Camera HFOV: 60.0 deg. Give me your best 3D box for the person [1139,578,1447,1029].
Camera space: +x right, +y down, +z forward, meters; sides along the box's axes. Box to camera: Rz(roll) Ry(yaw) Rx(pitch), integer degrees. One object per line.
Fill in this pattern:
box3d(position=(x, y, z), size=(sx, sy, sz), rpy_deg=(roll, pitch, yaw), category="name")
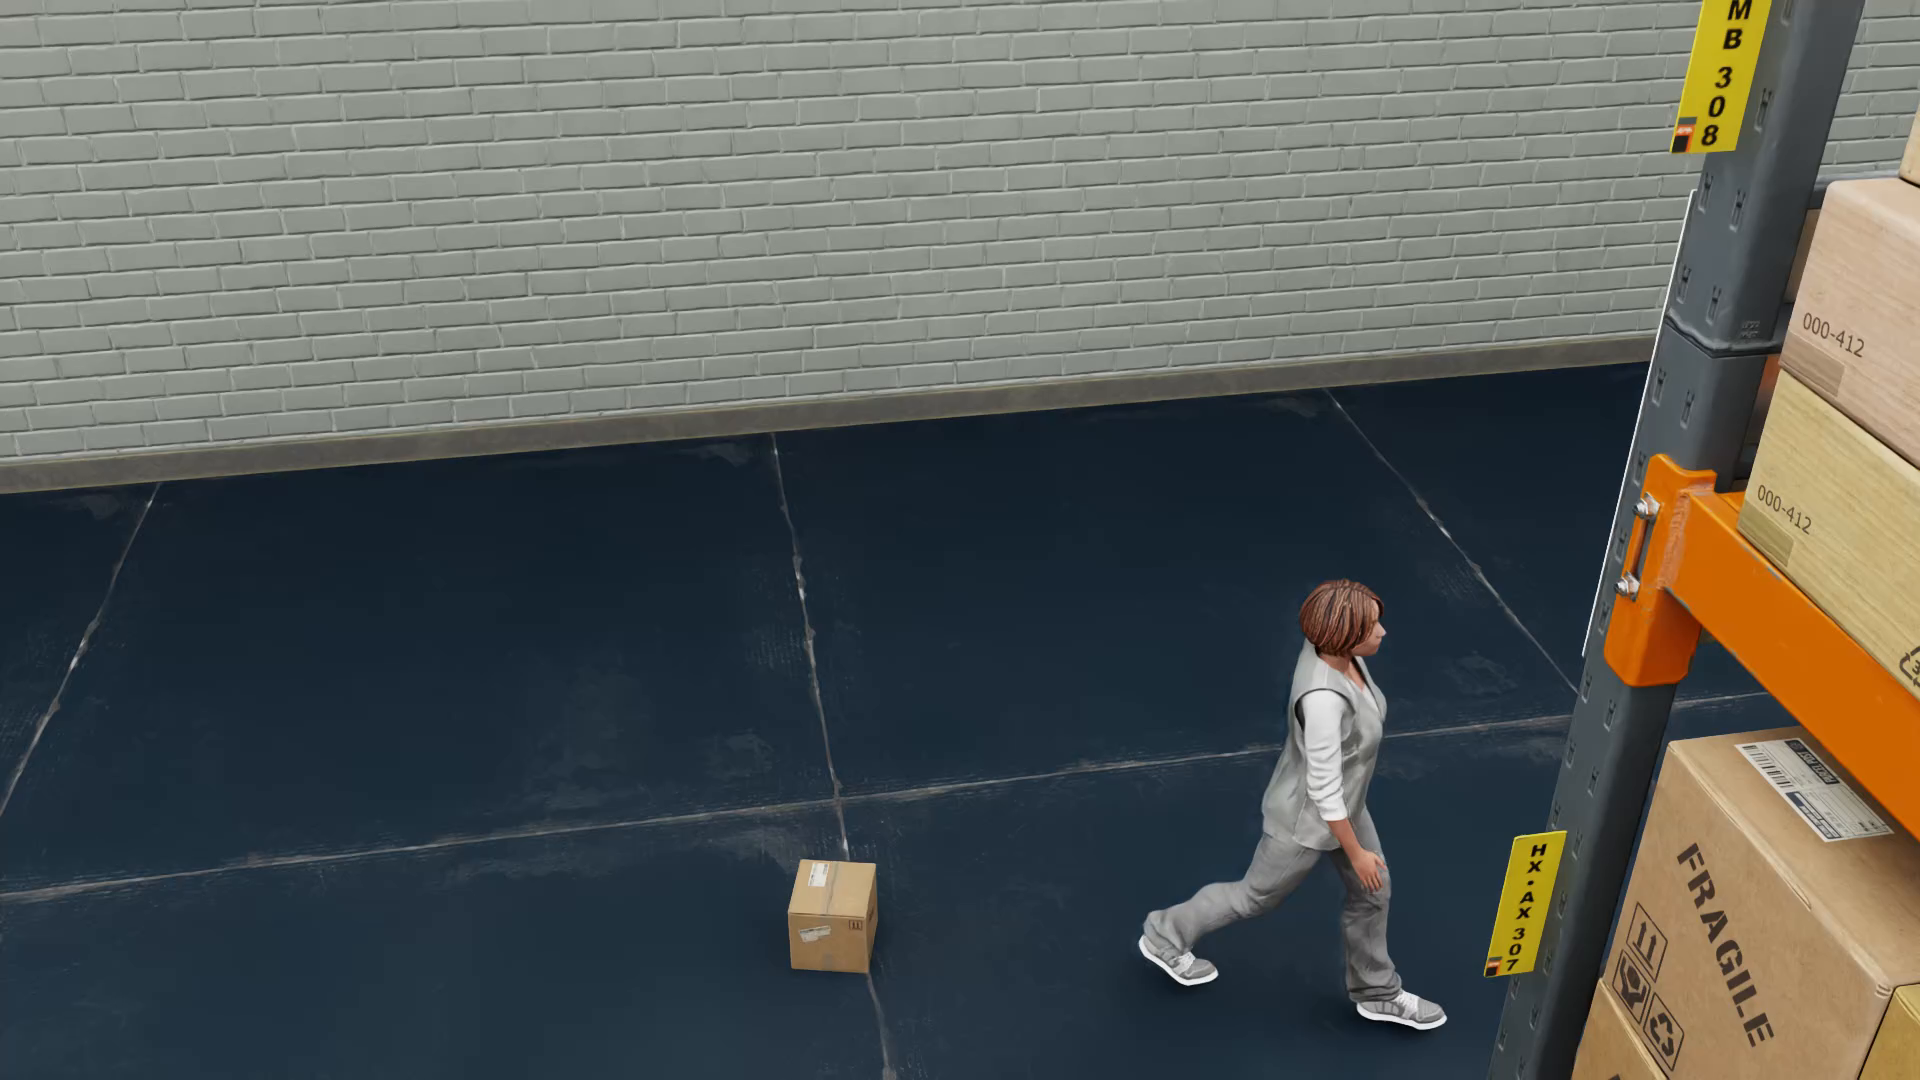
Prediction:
box3d(position=(1.031, 0.780, 4.838), size=(0.956, 1.542, 0.429), rpy_deg=(12, 33, 19), category="person")
